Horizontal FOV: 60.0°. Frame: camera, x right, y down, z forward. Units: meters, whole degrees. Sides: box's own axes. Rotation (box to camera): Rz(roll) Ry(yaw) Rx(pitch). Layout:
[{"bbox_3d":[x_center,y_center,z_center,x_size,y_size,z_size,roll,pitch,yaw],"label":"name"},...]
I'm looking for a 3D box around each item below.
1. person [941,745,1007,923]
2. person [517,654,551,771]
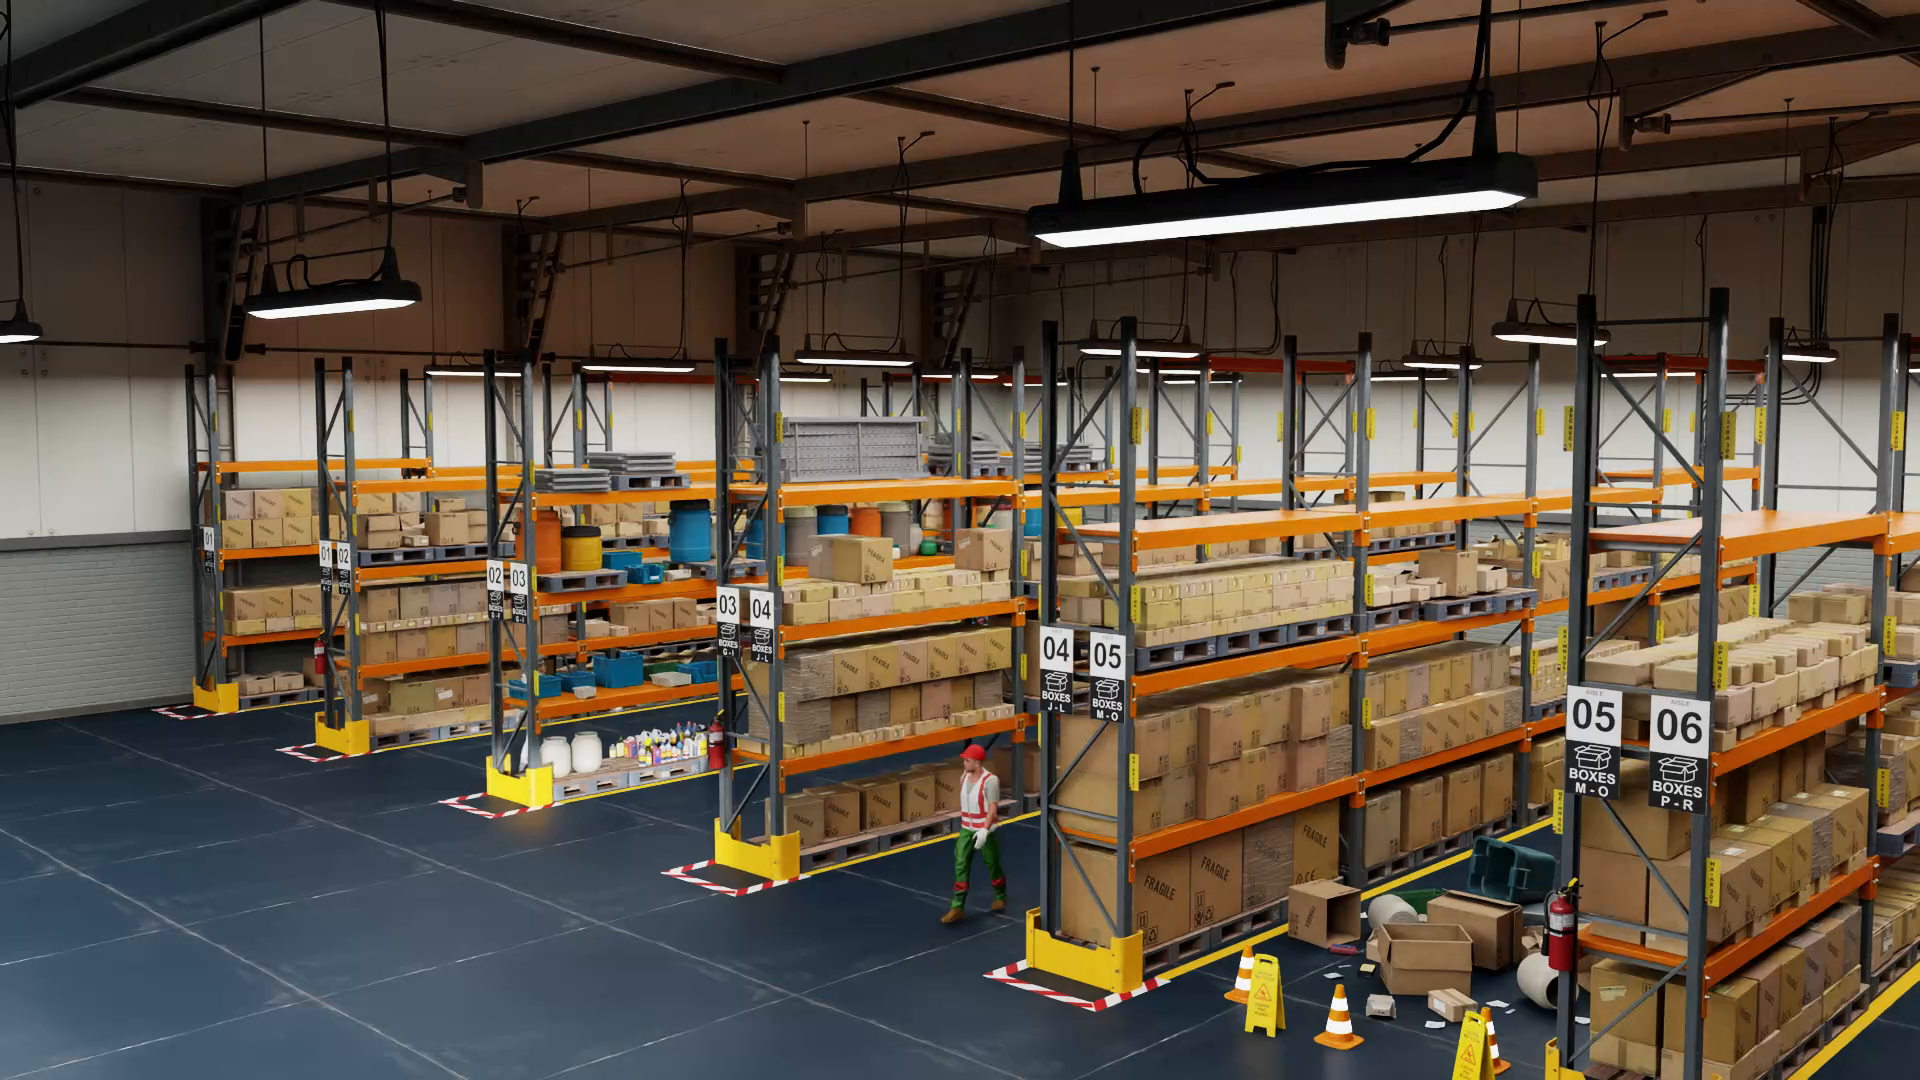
[{"bbox_3d":[0.142,2.961,16.977,0.561,1.744,0.930,3,6,37],"label":"person"},{"bbox_3d":[-6.143,2.514,23.983,0.519,1.729,0.592,3,5,33],"label":"person"}]
